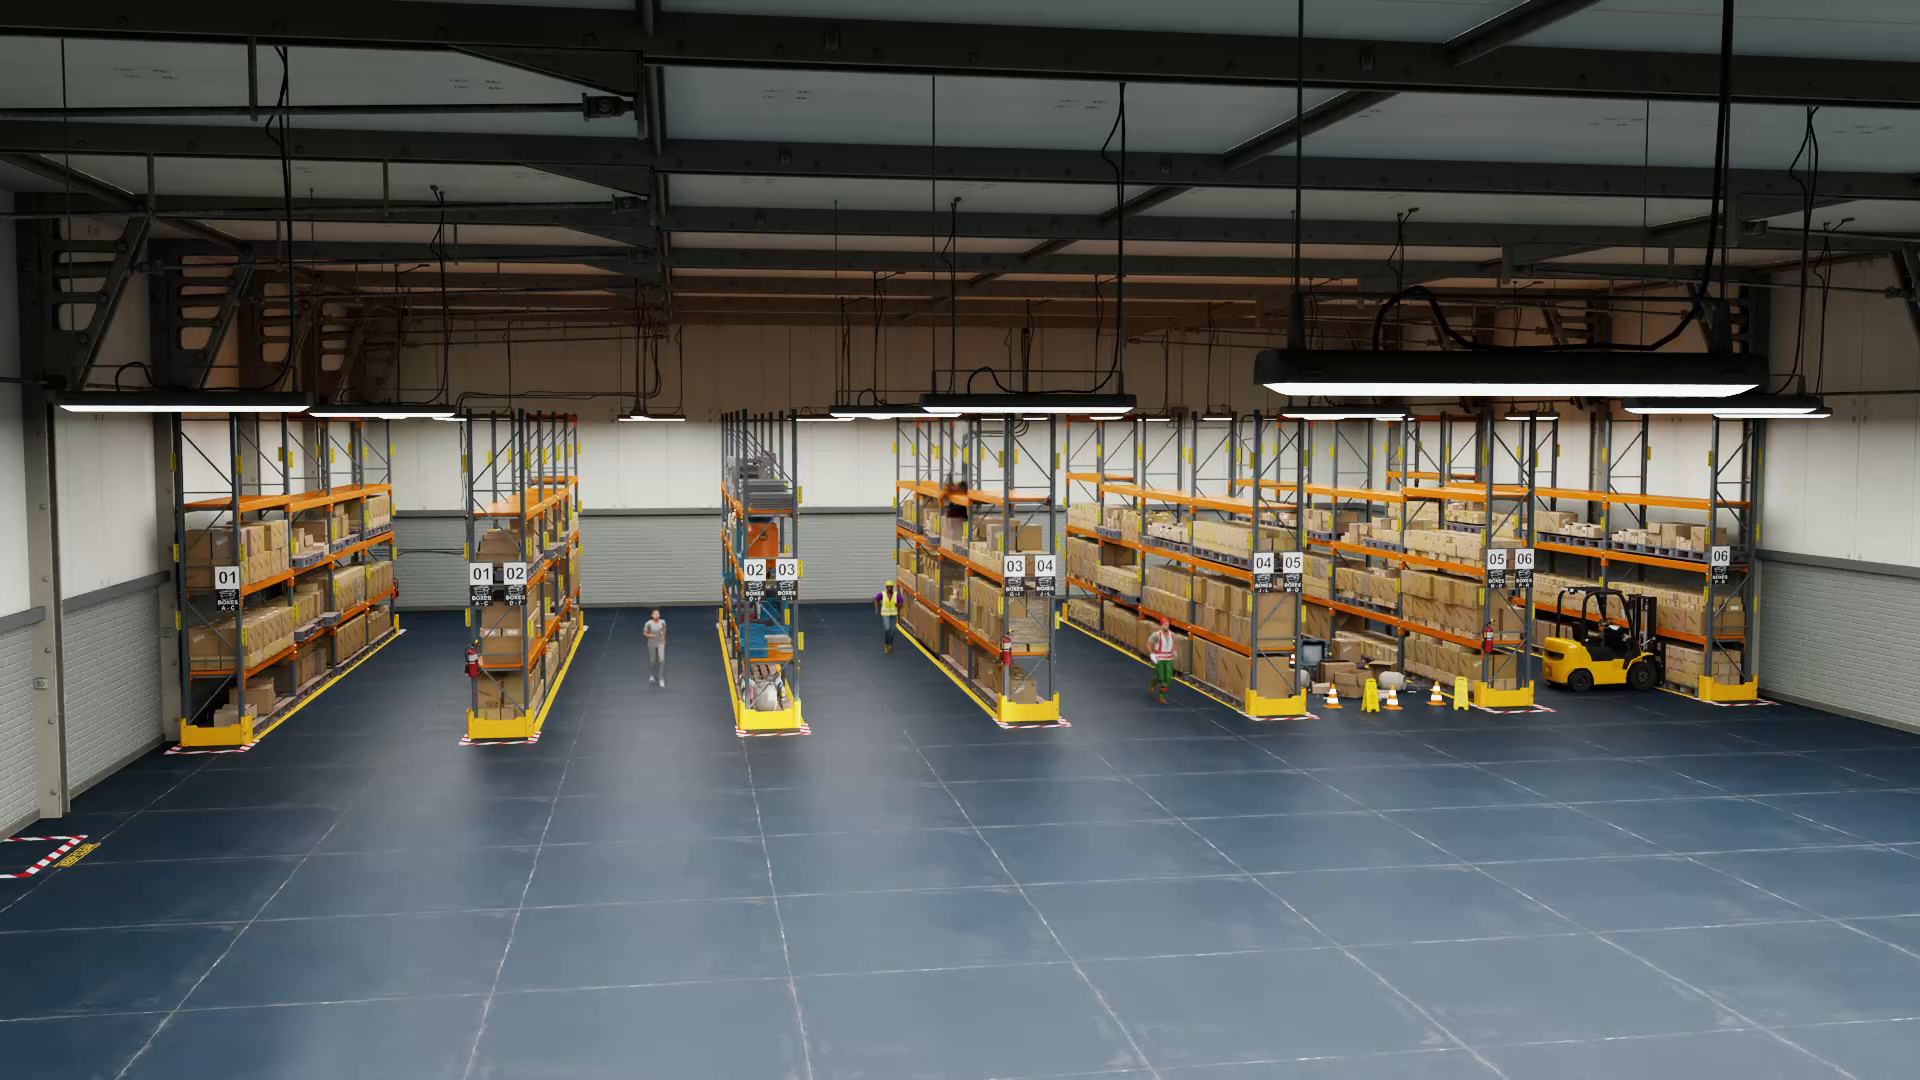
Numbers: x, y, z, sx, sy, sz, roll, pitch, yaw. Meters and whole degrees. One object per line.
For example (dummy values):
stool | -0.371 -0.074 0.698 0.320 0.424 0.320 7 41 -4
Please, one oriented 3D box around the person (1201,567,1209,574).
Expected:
person | 7.508 1.446 50.669 0.534 1.521 0.582 0 4 6

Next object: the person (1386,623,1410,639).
person | 11.355 1.876 43.224 0.632 1.719 1.095 -1 4 -12

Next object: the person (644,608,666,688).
person | -6.684 2.337 36.475 0.518 1.696 0.887 -1 4 -17

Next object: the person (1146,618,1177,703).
person | 4.165 2.468 34.296 0.680 1.746 0.648 -2 4 -23

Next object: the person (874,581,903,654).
person | -1.771 1.931 41.746 0.678 1.830 0.777 -1 4 -15
